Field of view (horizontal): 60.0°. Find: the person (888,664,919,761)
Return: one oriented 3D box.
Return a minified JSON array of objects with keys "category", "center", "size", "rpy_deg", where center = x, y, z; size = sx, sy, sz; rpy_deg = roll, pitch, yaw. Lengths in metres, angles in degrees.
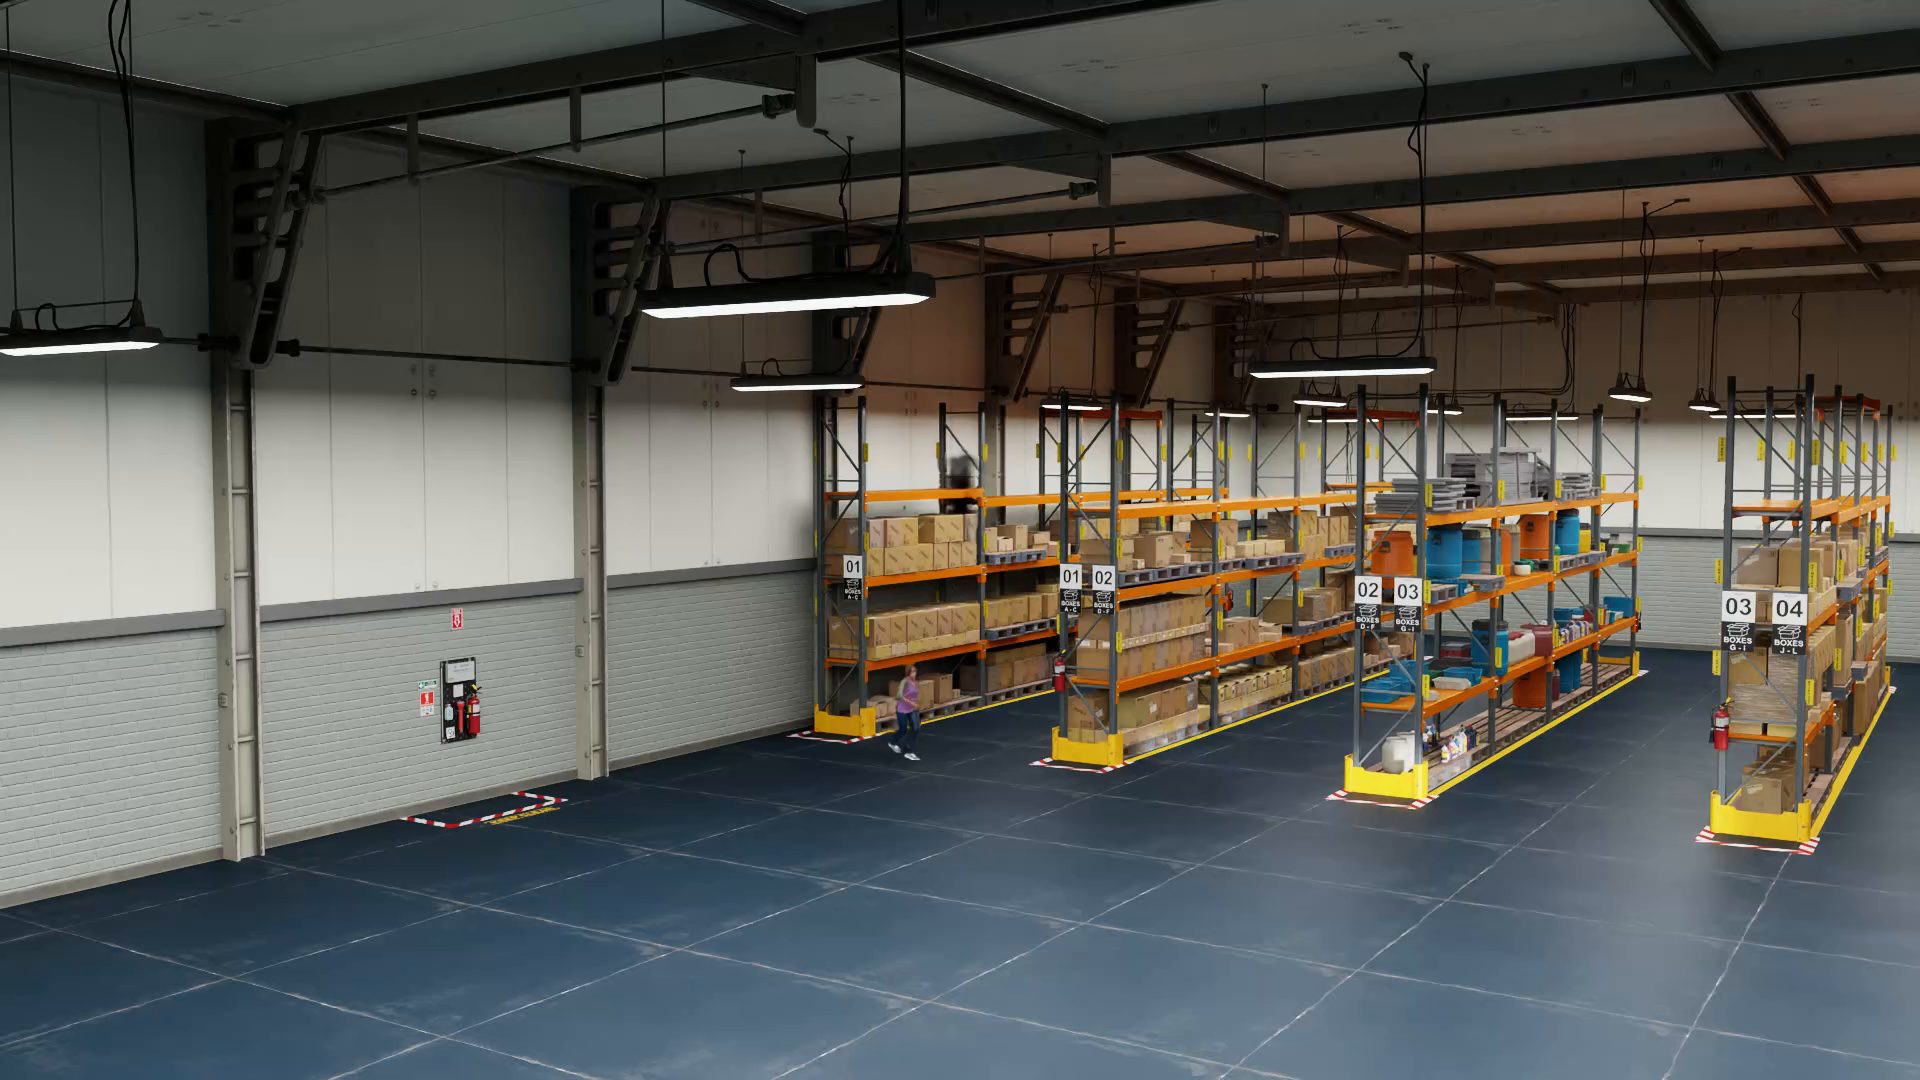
[{"category":"person","center":[-0.936,2.790,27.134],"size":[0.729,1.565,0.518],"rpy_deg":[3,4,44]}]

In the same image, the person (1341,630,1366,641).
[{"category":"person","center":[10.344,1.888,43.437],"size":[0.581,1.706,0.907],"rpy_deg":[-2,3,-28]}]
